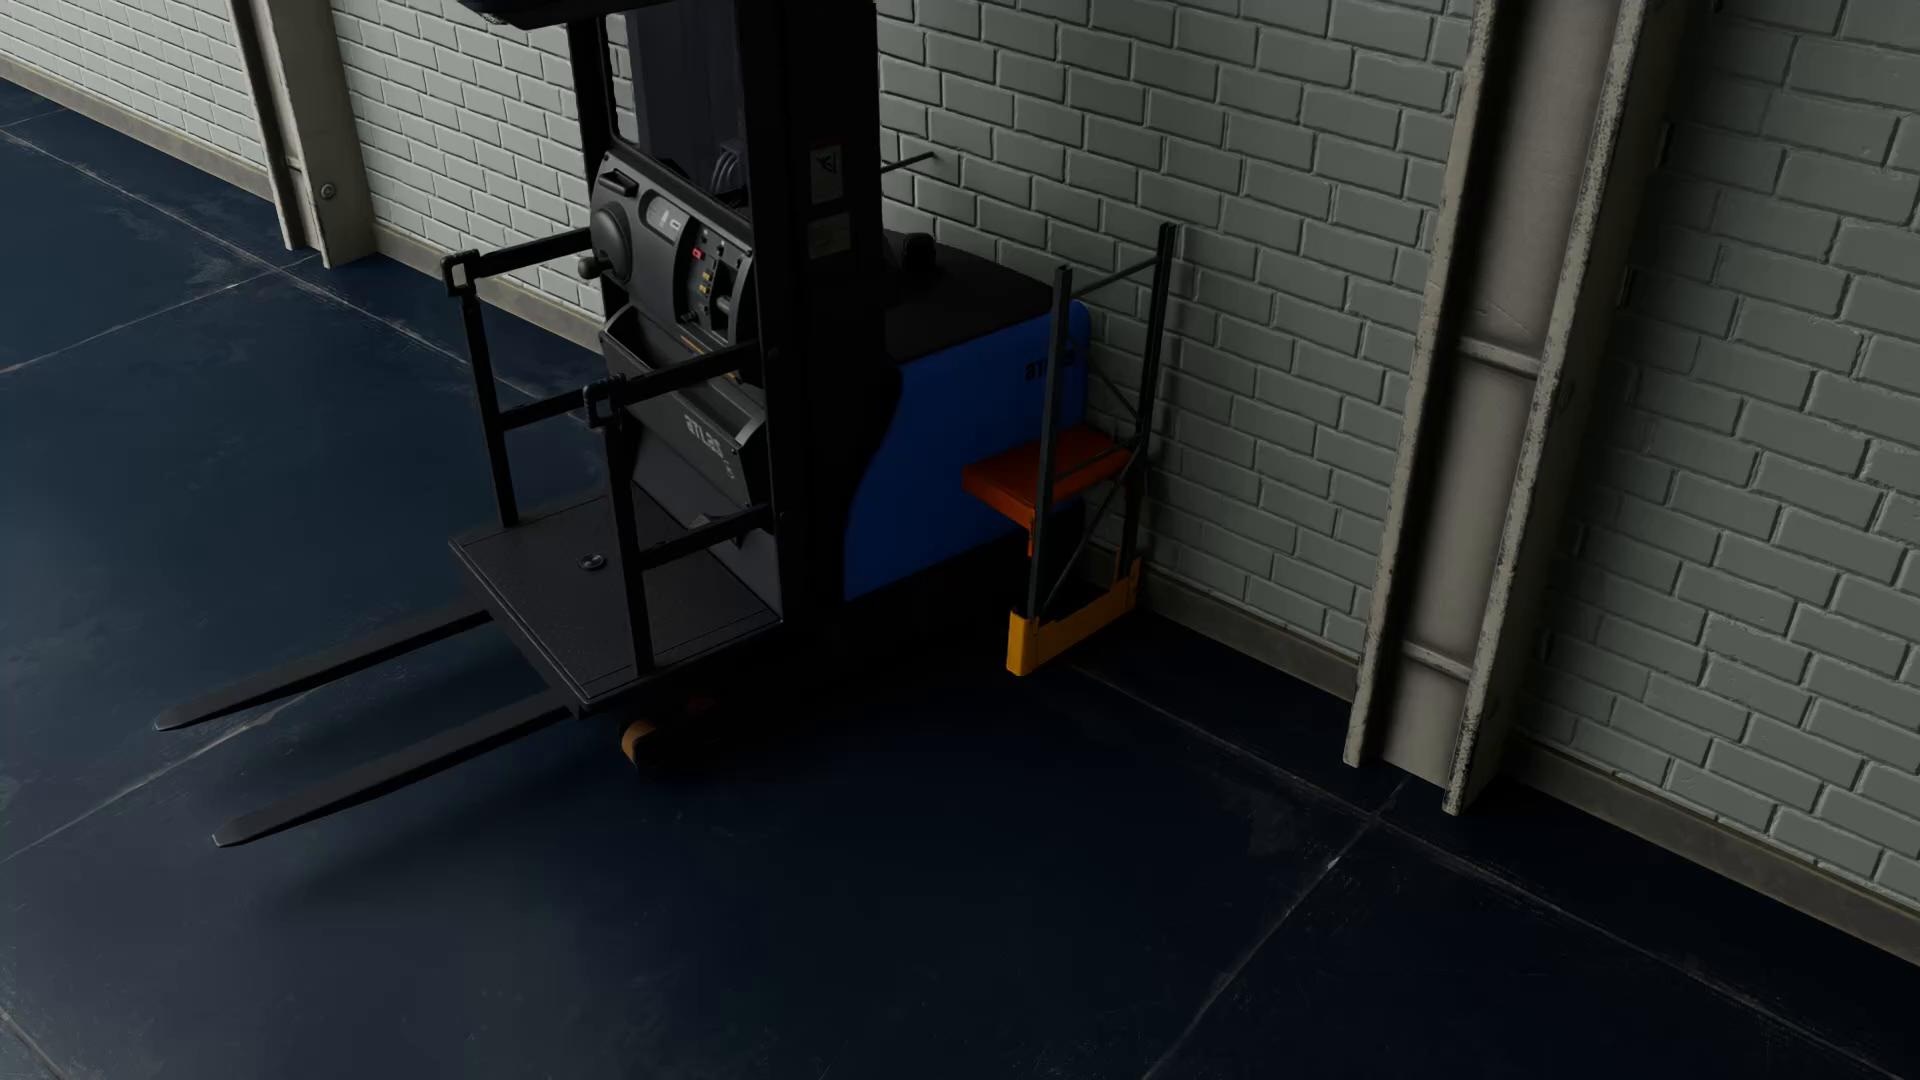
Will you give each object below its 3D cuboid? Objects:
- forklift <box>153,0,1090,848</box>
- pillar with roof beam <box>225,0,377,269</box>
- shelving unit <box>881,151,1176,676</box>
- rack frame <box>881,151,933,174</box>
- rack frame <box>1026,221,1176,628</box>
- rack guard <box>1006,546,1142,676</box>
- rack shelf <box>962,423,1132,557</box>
[{"bbox_3d":[-1.038,-0.831,4.871,3.031,2.935,1.130,-23,40,-29],"label":"forklift"},{"bbox_3d":[-5.912,-3.309,3.120,0.400,9.000,9.100,25,42,32],"label":"pillar with roof beam"},{"bbox_3d":[0.076,-0.488,5.620,0.587,1.500,1.083,-28,46,-35],"label":"shelving unit"},{"bbox_3d":[-0.267,-0.712,5.906,0.500,1.500,0.032,-28,46,-35],"label":"rack frame"},{"bbox_3d":[0.432,-0.257,5.325,0.500,1.500,0.032,-28,46,-35],"label":"rack frame"},{"bbox_3d":[0.394,0.241,5.702,0.587,0.250,0.087,-28,46,-35],"label":"rack guard"},{"bbox_3d":[0.075,-0.339,5.720,0.538,0.185,1.000,-28,46,-35],"label":"rack shelf"}]
